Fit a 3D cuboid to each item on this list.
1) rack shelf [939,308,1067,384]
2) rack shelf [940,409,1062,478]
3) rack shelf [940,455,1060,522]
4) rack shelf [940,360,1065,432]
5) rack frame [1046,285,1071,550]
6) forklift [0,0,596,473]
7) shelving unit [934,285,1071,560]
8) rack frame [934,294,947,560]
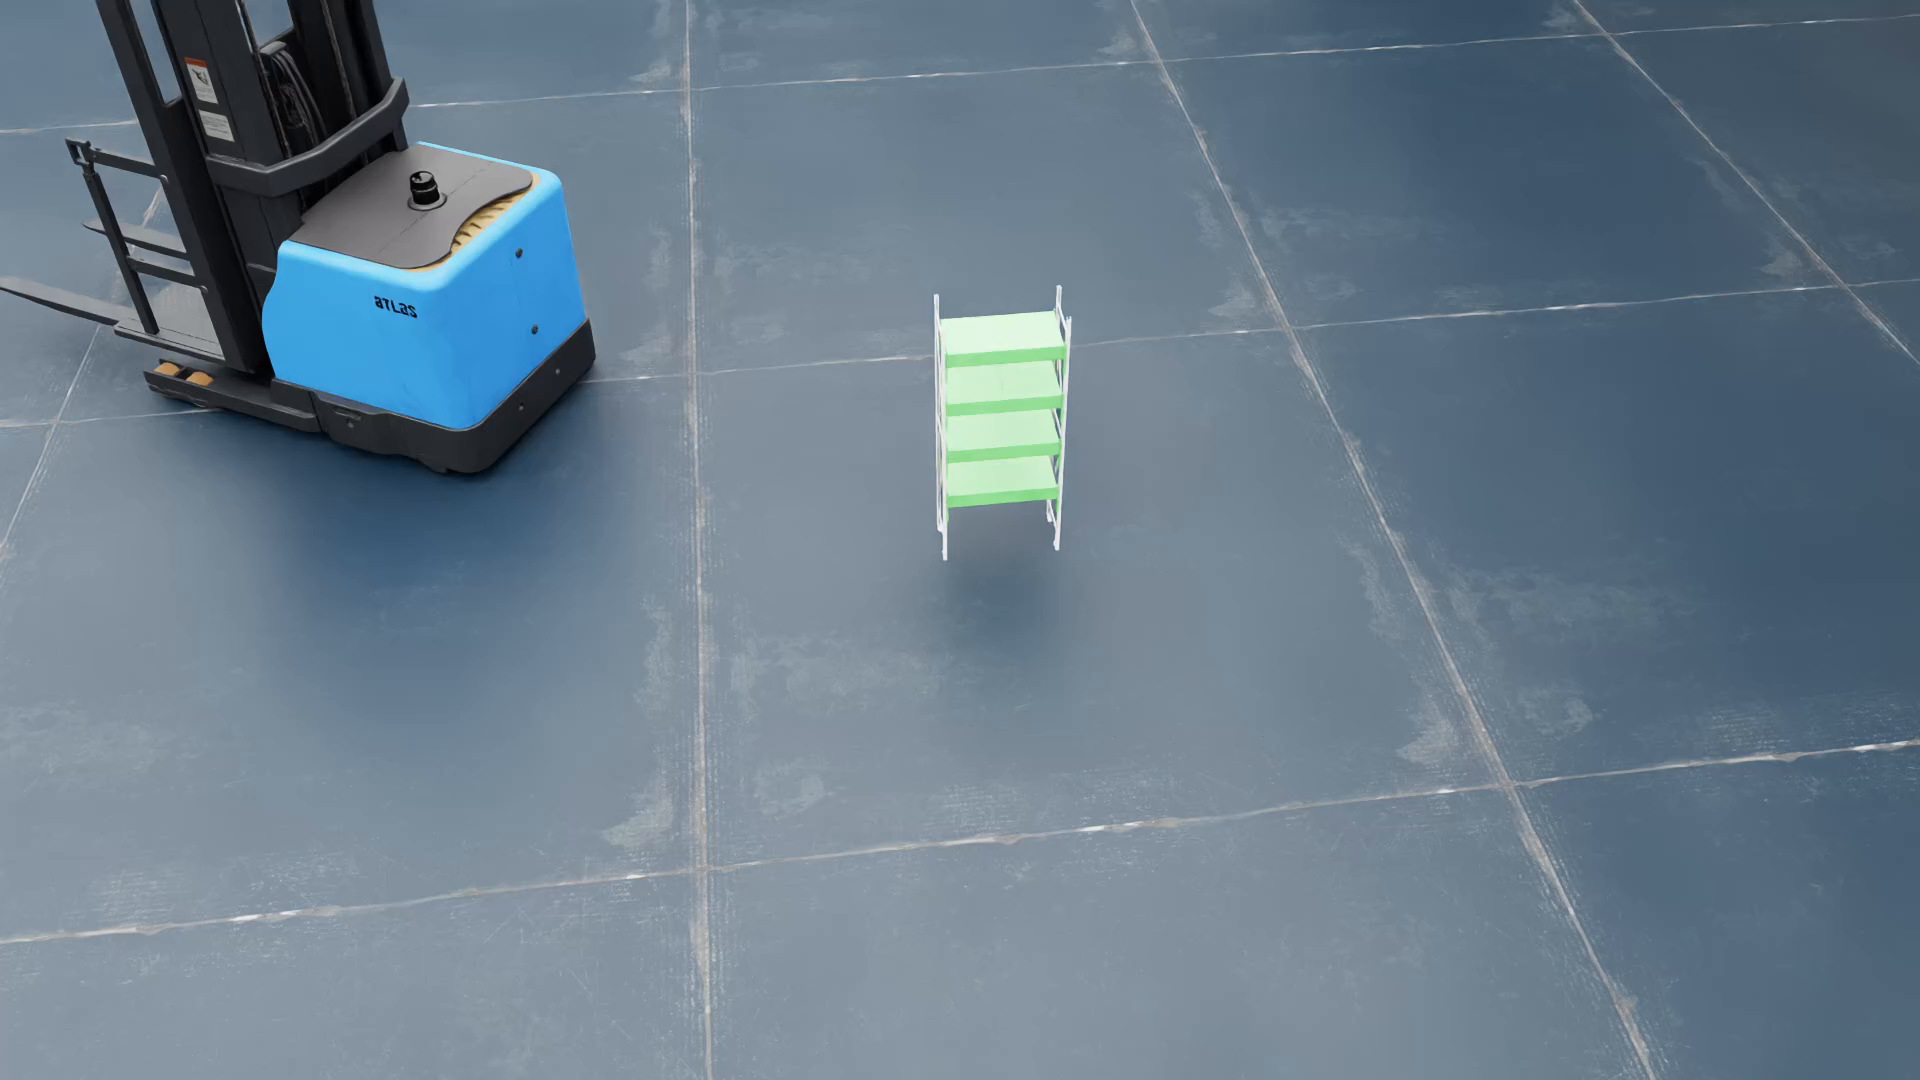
[{"bbox_3d":[0.164,-0.769,6.585,0.480,0.148,0.258,-5,42,-6],"label":"rack shelf"},{"bbox_3d":[0.164,-0.412,6.907,0.480,0.148,0.258,-5,42,-6],"label":"rack shelf"},{"bbox_3d":[0.164,-0.234,7.068,0.480,0.148,0.258,-5,42,-6],"label":"rack shelf"},{"bbox_3d":[0.164,-0.591,6.746,0.480,0.148,0.258,-5,42,-6],"label":"rack shelf"},{"bbox_3d":[0.406,-0.481,6.888,0.015,1.200,0.240,-5,42,-6],"label":"rack frame"},{"bbox_3d":[-3.346,-2.032,7.314,3.031,2.935,1.130,16,44,17],"label":"forklift"},{"bbox_3d":[0.164,-0.460,6.864,0.503,1.200,0.258,-5,42,-6],"label":"shelving unit"},{"bbox_3d":[-0.078,-0.439,6.841,0.015,1.200,0.240,-5,42,-6],"label":"rack frame"}]
